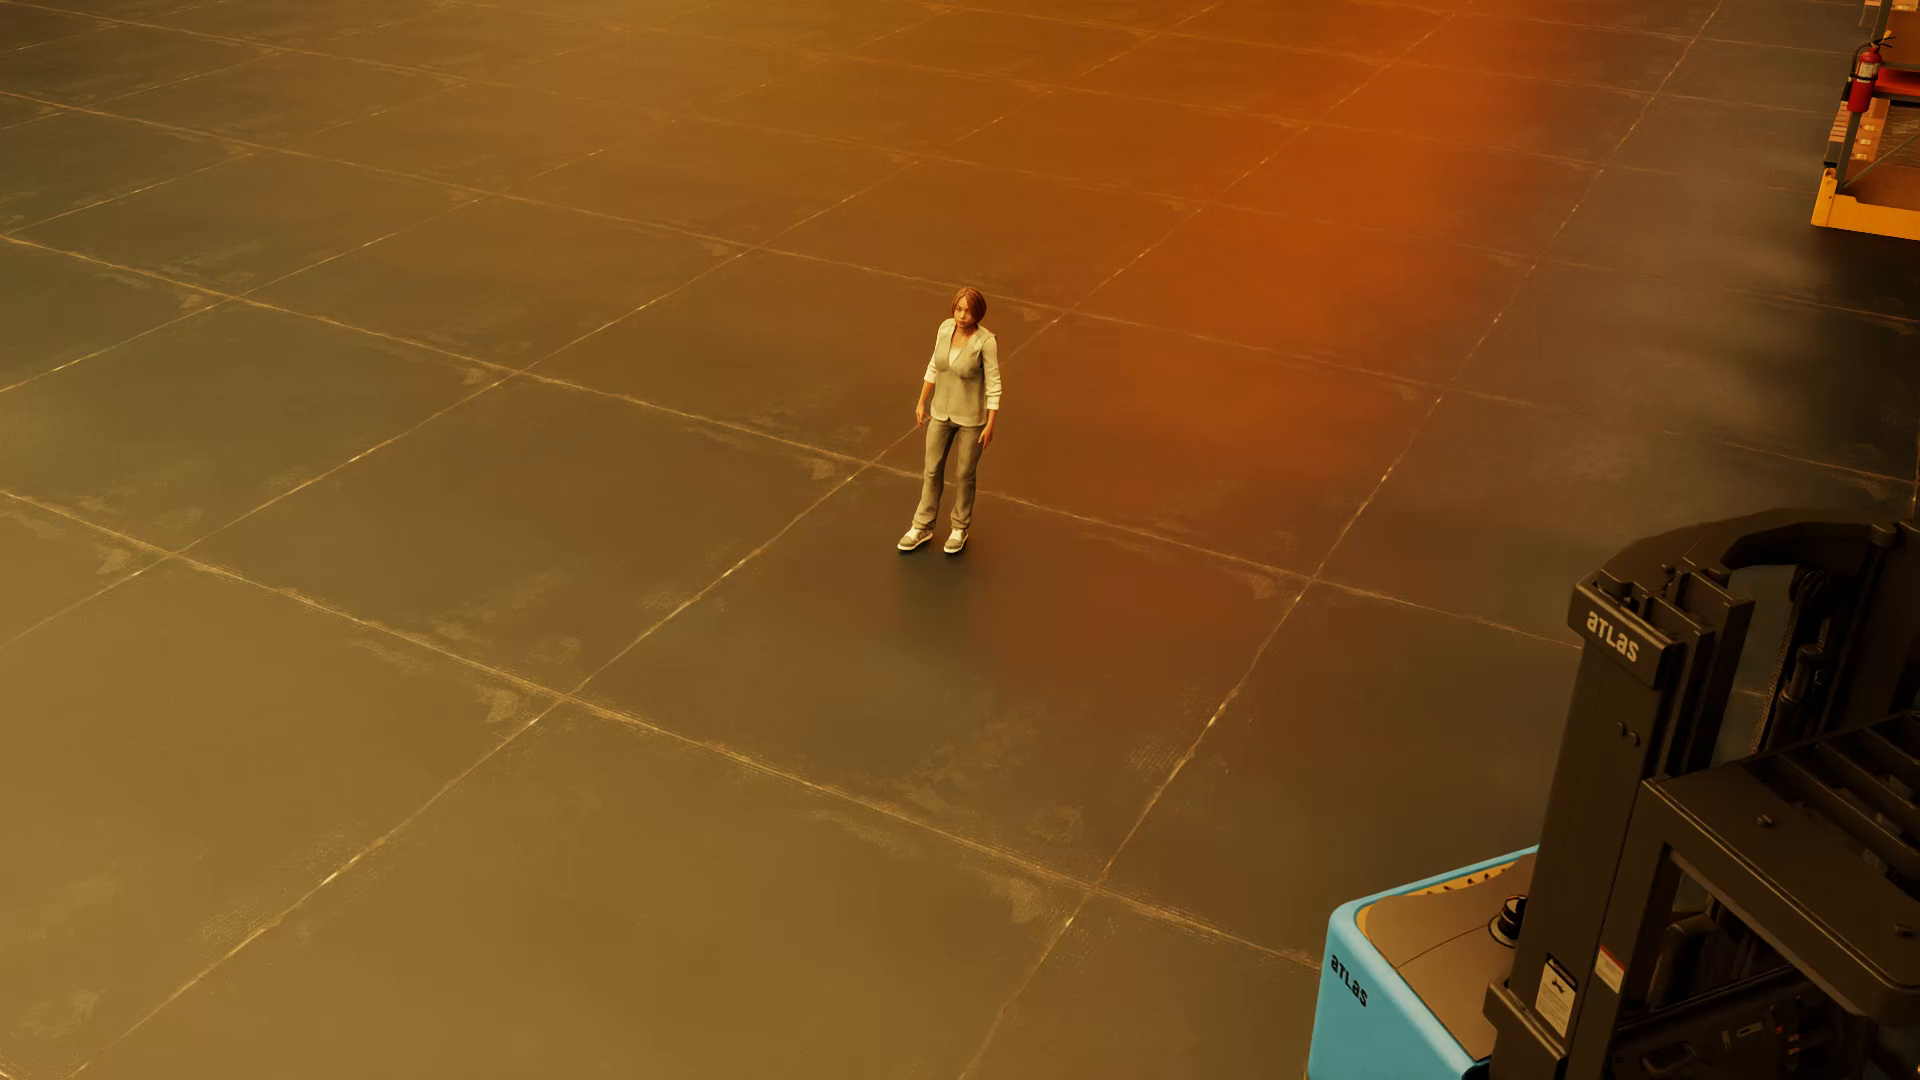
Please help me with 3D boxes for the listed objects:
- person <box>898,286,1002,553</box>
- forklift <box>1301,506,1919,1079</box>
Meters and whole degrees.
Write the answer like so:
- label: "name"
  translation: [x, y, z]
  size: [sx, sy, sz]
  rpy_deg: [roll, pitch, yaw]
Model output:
- label: "person"
  translation: [-0.048, -0.669, 9.550]
  size: [0.520, 1.597, 0.475]
  rpy_deg: [15, 33, 25]
- label: "forklift"
  translation: [2.263, 1.509, 4.455]
  size: [1.130, 2.935, 3.031]
  rpy_deg: [-11, 32, -19]
